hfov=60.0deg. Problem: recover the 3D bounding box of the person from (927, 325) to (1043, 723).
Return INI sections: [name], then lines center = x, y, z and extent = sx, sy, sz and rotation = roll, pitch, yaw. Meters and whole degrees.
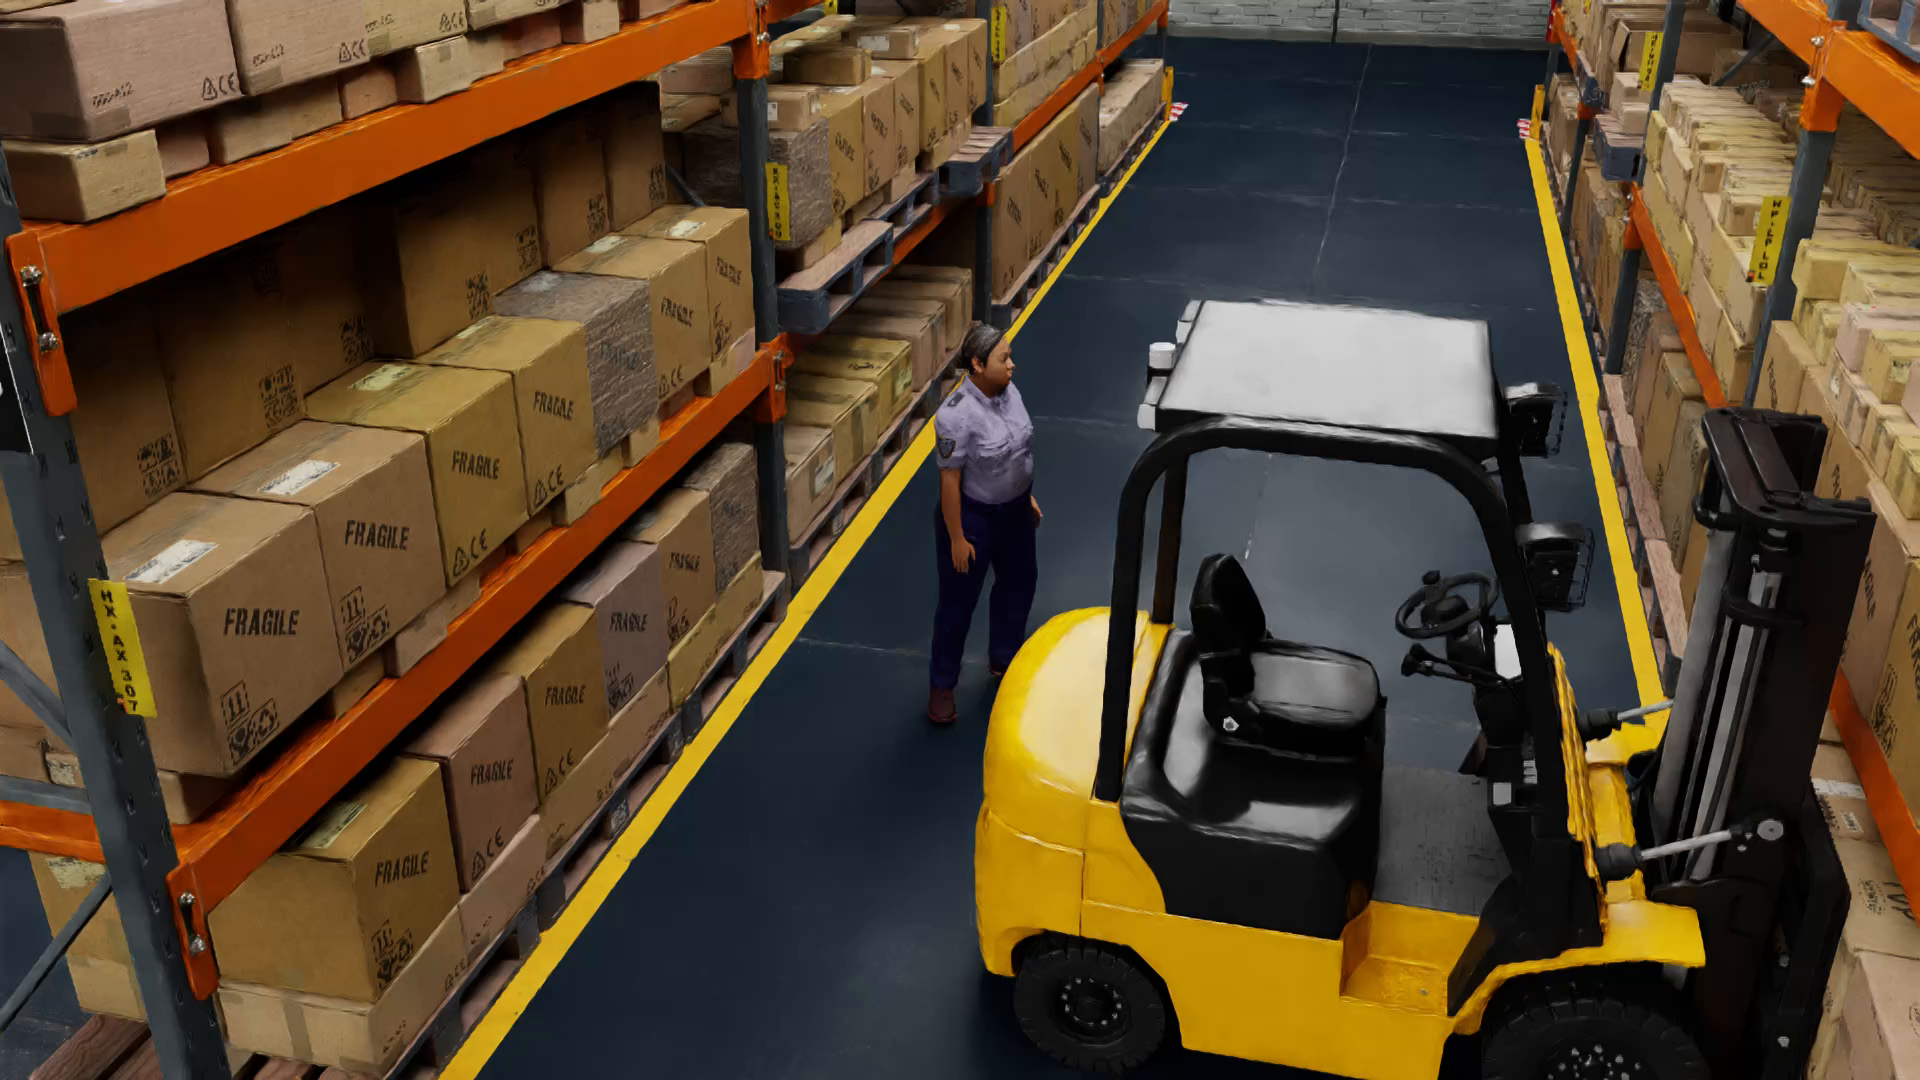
[person]
center = 0.095, -0.075, 6.748
extent = 0.376, 1.644, 0.600
rotation = 21, 33, 37
